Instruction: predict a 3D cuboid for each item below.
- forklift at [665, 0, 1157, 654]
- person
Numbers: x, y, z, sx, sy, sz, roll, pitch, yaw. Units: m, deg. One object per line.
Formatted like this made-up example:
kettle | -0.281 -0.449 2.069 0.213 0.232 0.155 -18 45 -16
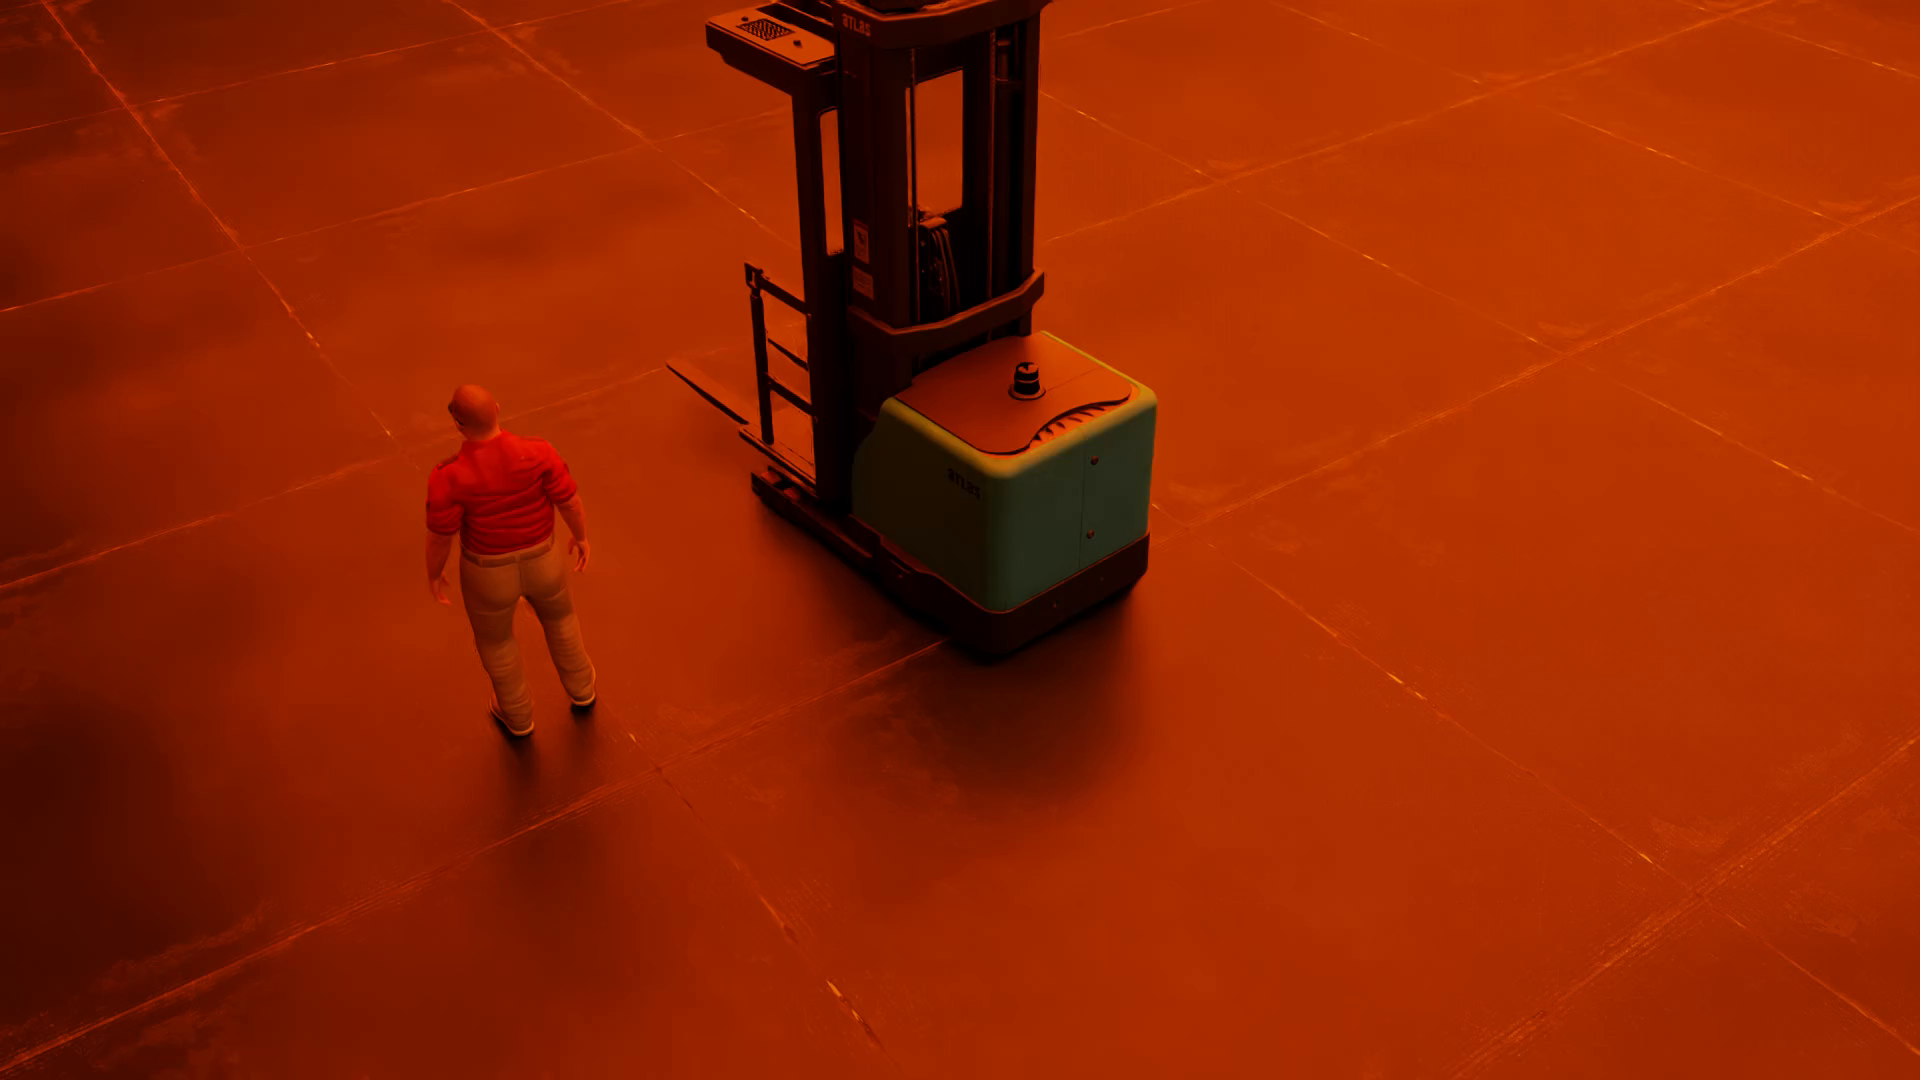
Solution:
forklift | -0.431 -1.460 7.919 1.130 2.935 3.031 -27 44 -32
person | -1.871 0.063 6.869 0.656 1.730 0.480 -18 40 -22
